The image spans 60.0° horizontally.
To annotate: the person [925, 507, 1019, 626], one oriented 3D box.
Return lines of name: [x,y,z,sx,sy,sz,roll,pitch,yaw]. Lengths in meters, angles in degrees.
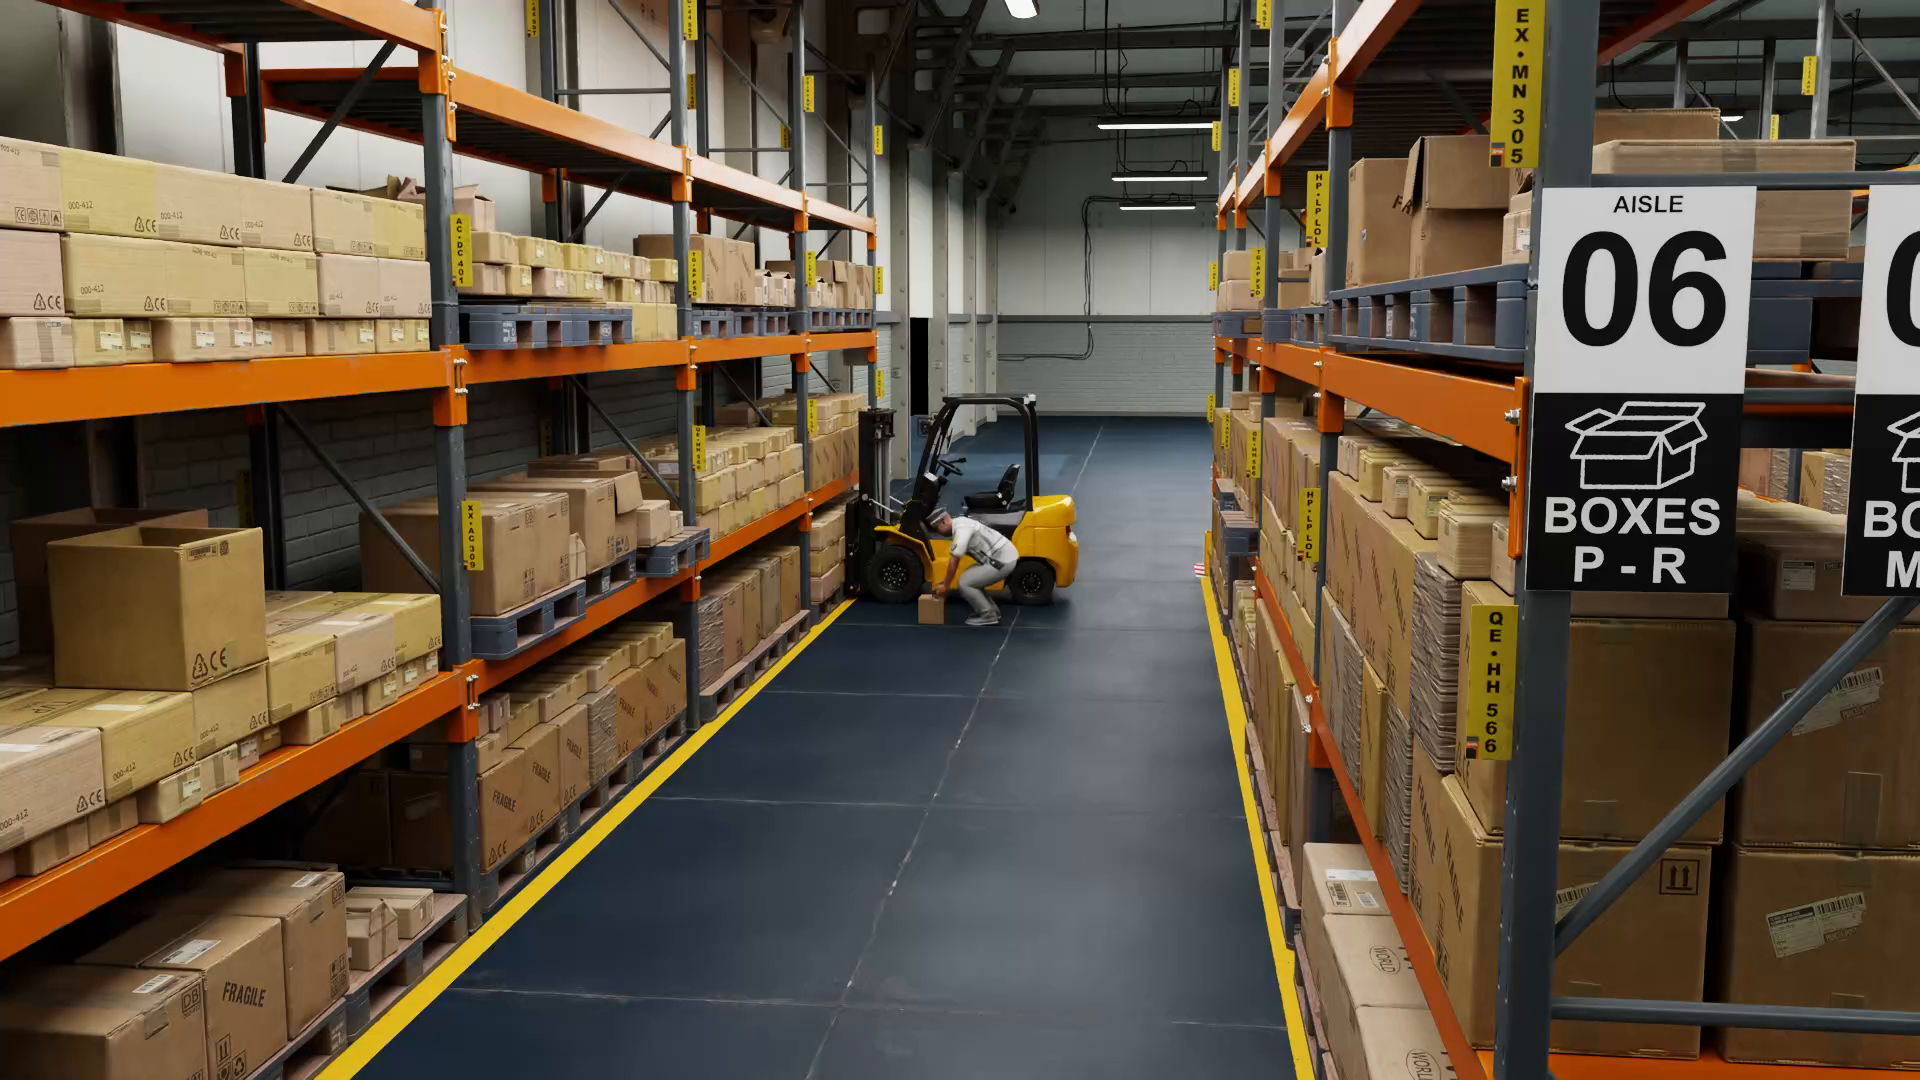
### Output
person: [0.115,0.246,16.217,0.916,1.150,0.577,1,8,6]
